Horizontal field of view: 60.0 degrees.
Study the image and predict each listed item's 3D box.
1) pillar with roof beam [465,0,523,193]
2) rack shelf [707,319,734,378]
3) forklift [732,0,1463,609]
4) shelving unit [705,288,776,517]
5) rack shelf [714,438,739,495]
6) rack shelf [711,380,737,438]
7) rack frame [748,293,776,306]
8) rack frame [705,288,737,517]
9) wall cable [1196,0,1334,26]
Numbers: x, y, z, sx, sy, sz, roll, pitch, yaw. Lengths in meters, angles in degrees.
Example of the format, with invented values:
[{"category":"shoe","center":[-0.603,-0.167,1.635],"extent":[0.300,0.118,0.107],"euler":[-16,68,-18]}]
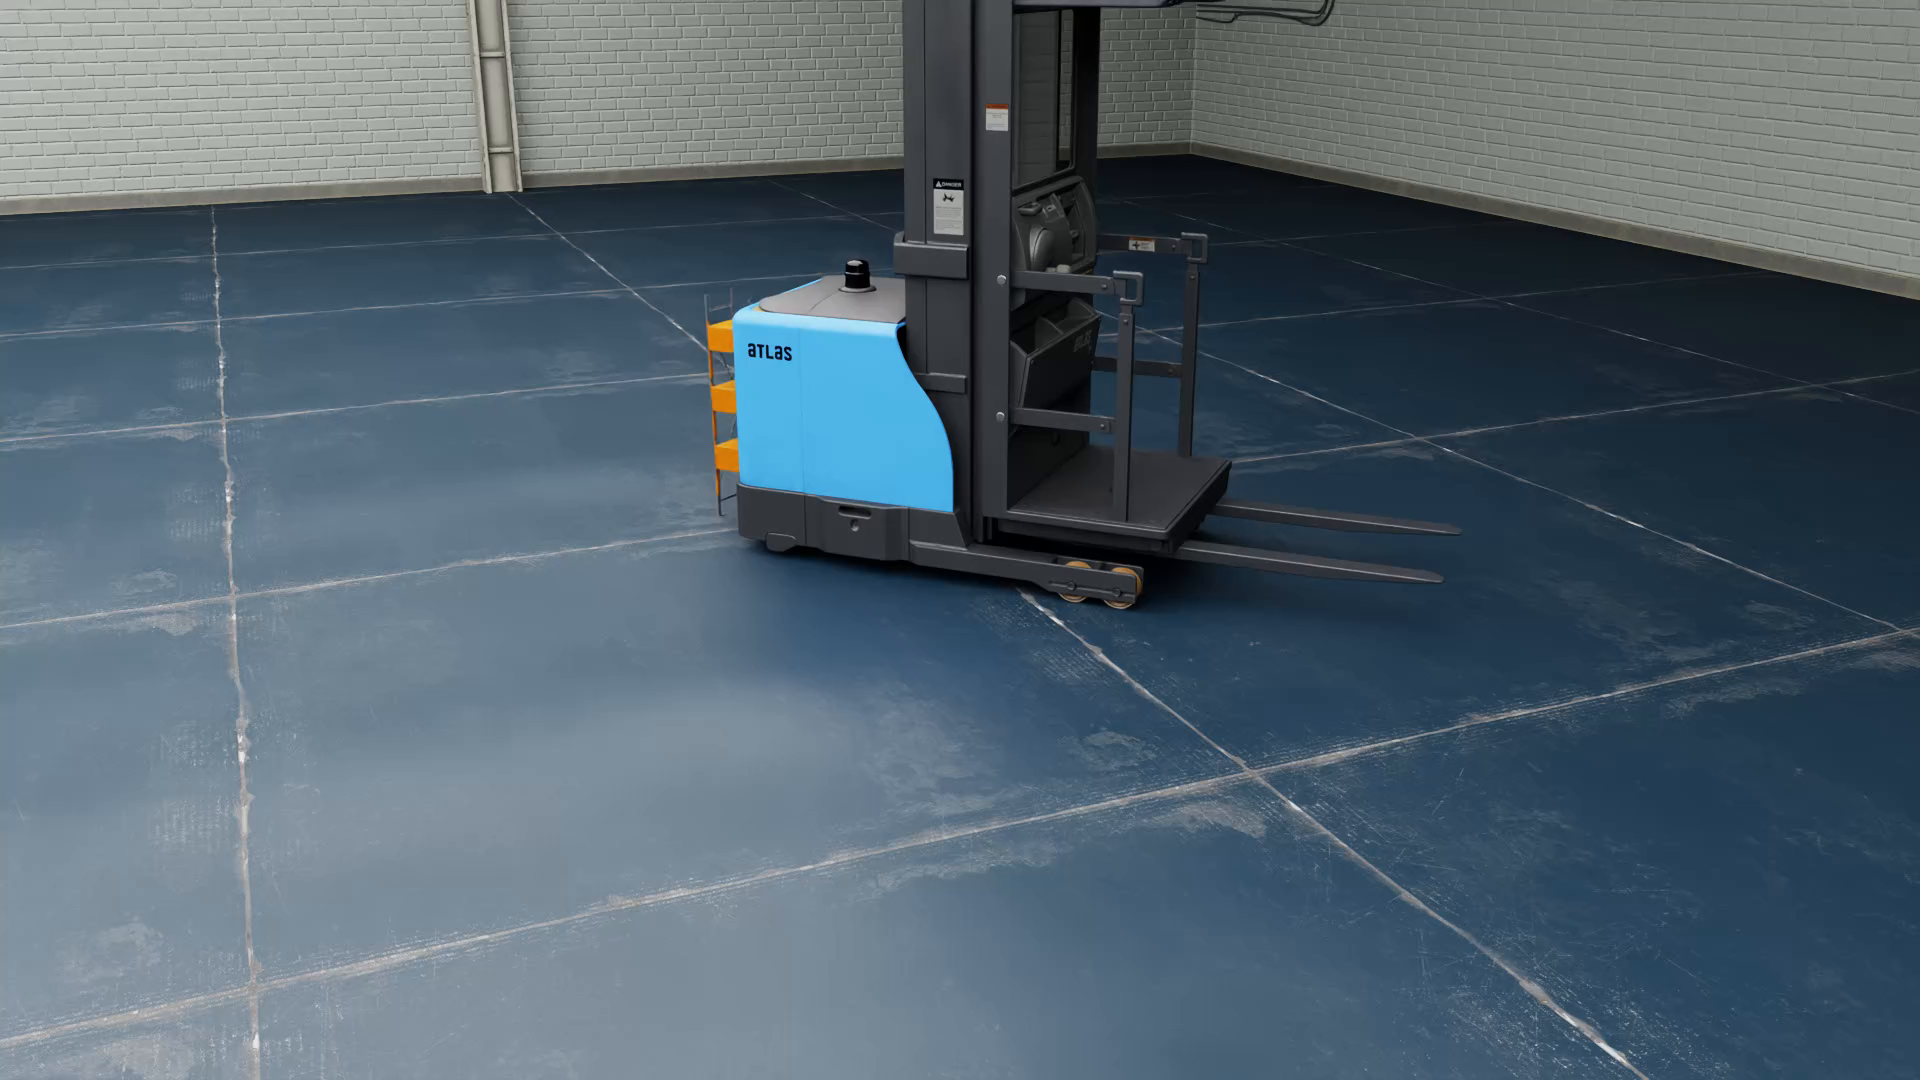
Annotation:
[{"category":"pillar with roof beam","center":[-3.420,-6.851,13.429],"extent":[0.400,9.000,9.100],"euler":[-8,21,-22]},{"category":"rack shelf","center":[-0.989,-0.873,7.593],"extent":[0.240,0.259,0.215],"euler":[10,22,29]},{"category":"forklift","center":[0.582,-1.303,6.810],"extent":[3.031,2.935,1.130],"euler":[8,21,21]},{"category":"shelving unit","center":[-0.986,-0.615,7.681],"extent":[0.252,1.050,0.215],"euler":[10,22,29]},{"category":"rack shelf","center":[-0.983,-0.342,7.774],"extent":[0.240,0.259,0.215],"euler":[10,22,29]},{"category":"rack shelf","center":[-0.986,-0.605,7.684],"extent":[0.240,0.259,0.215],"euler":[10,22,29]},{"category":"rack frame","center":[-0.881,-0.596,7.621],"extent":[0.008,1.050,0.200],"euler":[10,22,29]},{"category":"rack frame","center":[-1.091,-0.634,7.740],"extent":[0.008,1.050,0.200],"euler":[10,22,29]},{"category":"wall cable","center":[3.612,-7.472,19.870],"extent":[0.112,2.526,3.097],"euler":[-8,21,-22]}]
